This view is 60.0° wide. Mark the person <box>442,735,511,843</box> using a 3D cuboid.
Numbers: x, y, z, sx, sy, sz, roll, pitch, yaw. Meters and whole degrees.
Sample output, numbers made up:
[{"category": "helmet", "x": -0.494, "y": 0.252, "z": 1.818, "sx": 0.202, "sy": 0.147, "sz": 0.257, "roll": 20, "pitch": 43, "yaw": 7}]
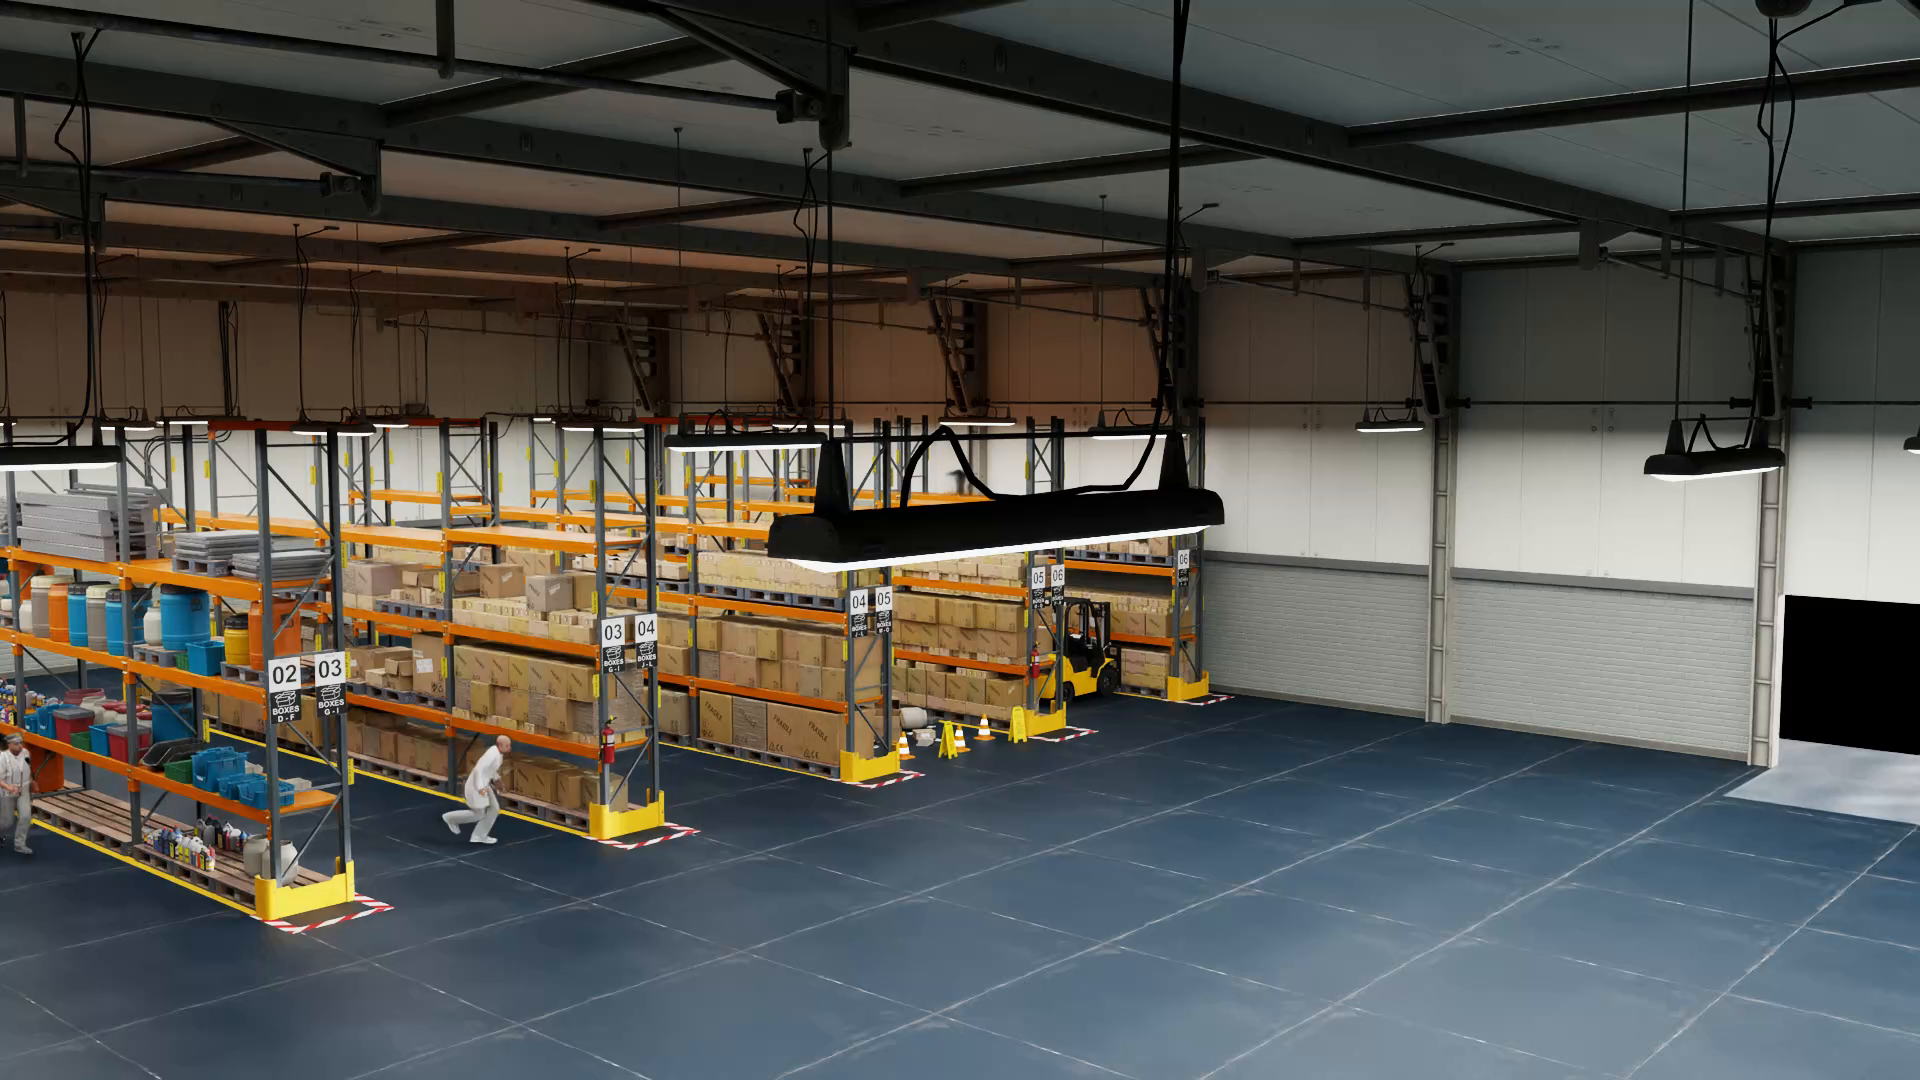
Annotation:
[{"category": "person", "x": -6.927, "y": 3.577, "z": 23.811, "sx": 1.030, "sy": 1.582, "sz": 0.721, "roll": 0, "pitch": 5, "yaw": 4}]

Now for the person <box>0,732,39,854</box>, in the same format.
[{"category": "person", "x": -13.377, "y": 3.539, "z": 23.378, "sx": 0.815, "sy": 1.722, "sz": 0.661, "roll": 3, "pitch": 5, "yaw": 30}]
